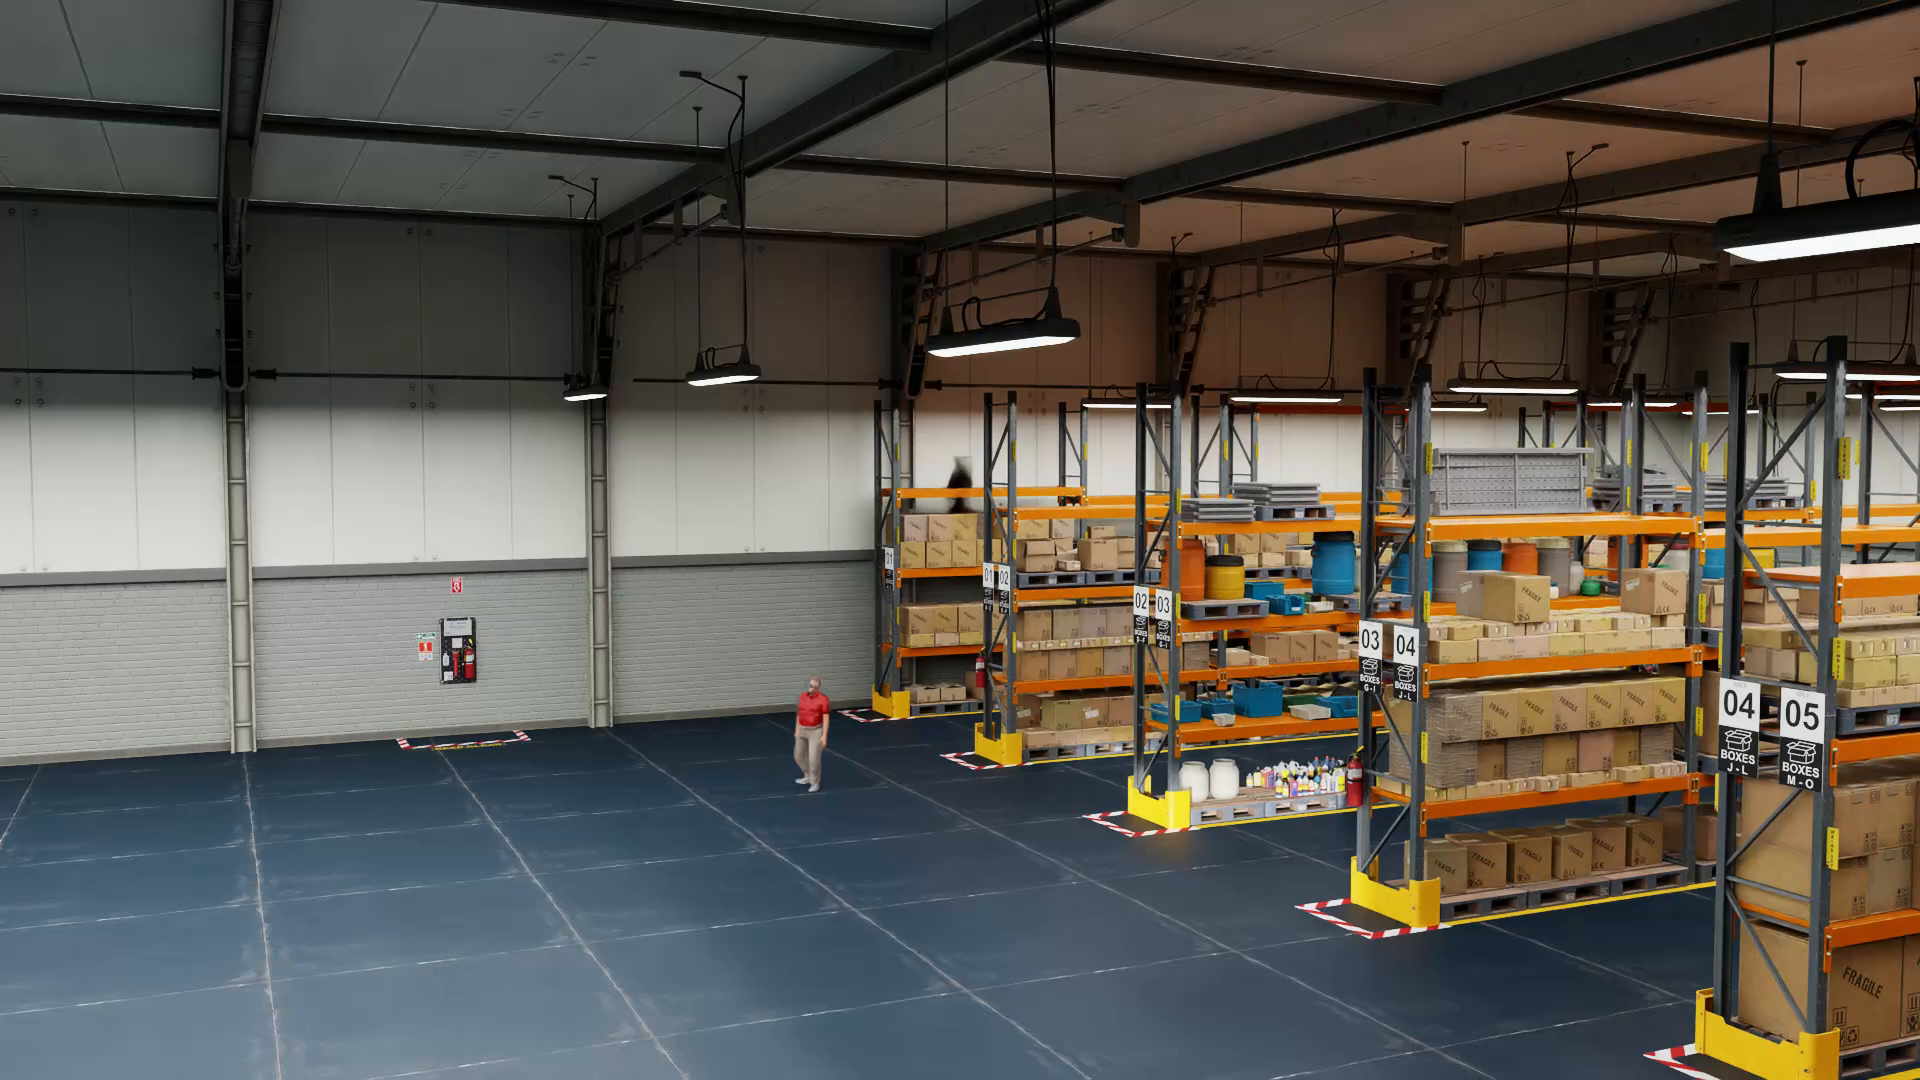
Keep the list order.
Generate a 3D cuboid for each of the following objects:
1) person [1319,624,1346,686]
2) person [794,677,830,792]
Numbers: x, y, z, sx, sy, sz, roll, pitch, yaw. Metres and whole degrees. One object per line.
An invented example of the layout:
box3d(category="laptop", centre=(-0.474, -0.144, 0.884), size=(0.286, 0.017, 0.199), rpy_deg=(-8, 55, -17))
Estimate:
box3d(category="person", centre=(7.385, 2.419, 33.089), size=(0.887, 1.593, 0.530), rpy_deg=(-2, 4, -32))
box3d(category="person", centre=(-2.217, 2.870, 24.751), size=(0.668, 1.708, 0.523), rpy_deg=(2, 4, 27))
